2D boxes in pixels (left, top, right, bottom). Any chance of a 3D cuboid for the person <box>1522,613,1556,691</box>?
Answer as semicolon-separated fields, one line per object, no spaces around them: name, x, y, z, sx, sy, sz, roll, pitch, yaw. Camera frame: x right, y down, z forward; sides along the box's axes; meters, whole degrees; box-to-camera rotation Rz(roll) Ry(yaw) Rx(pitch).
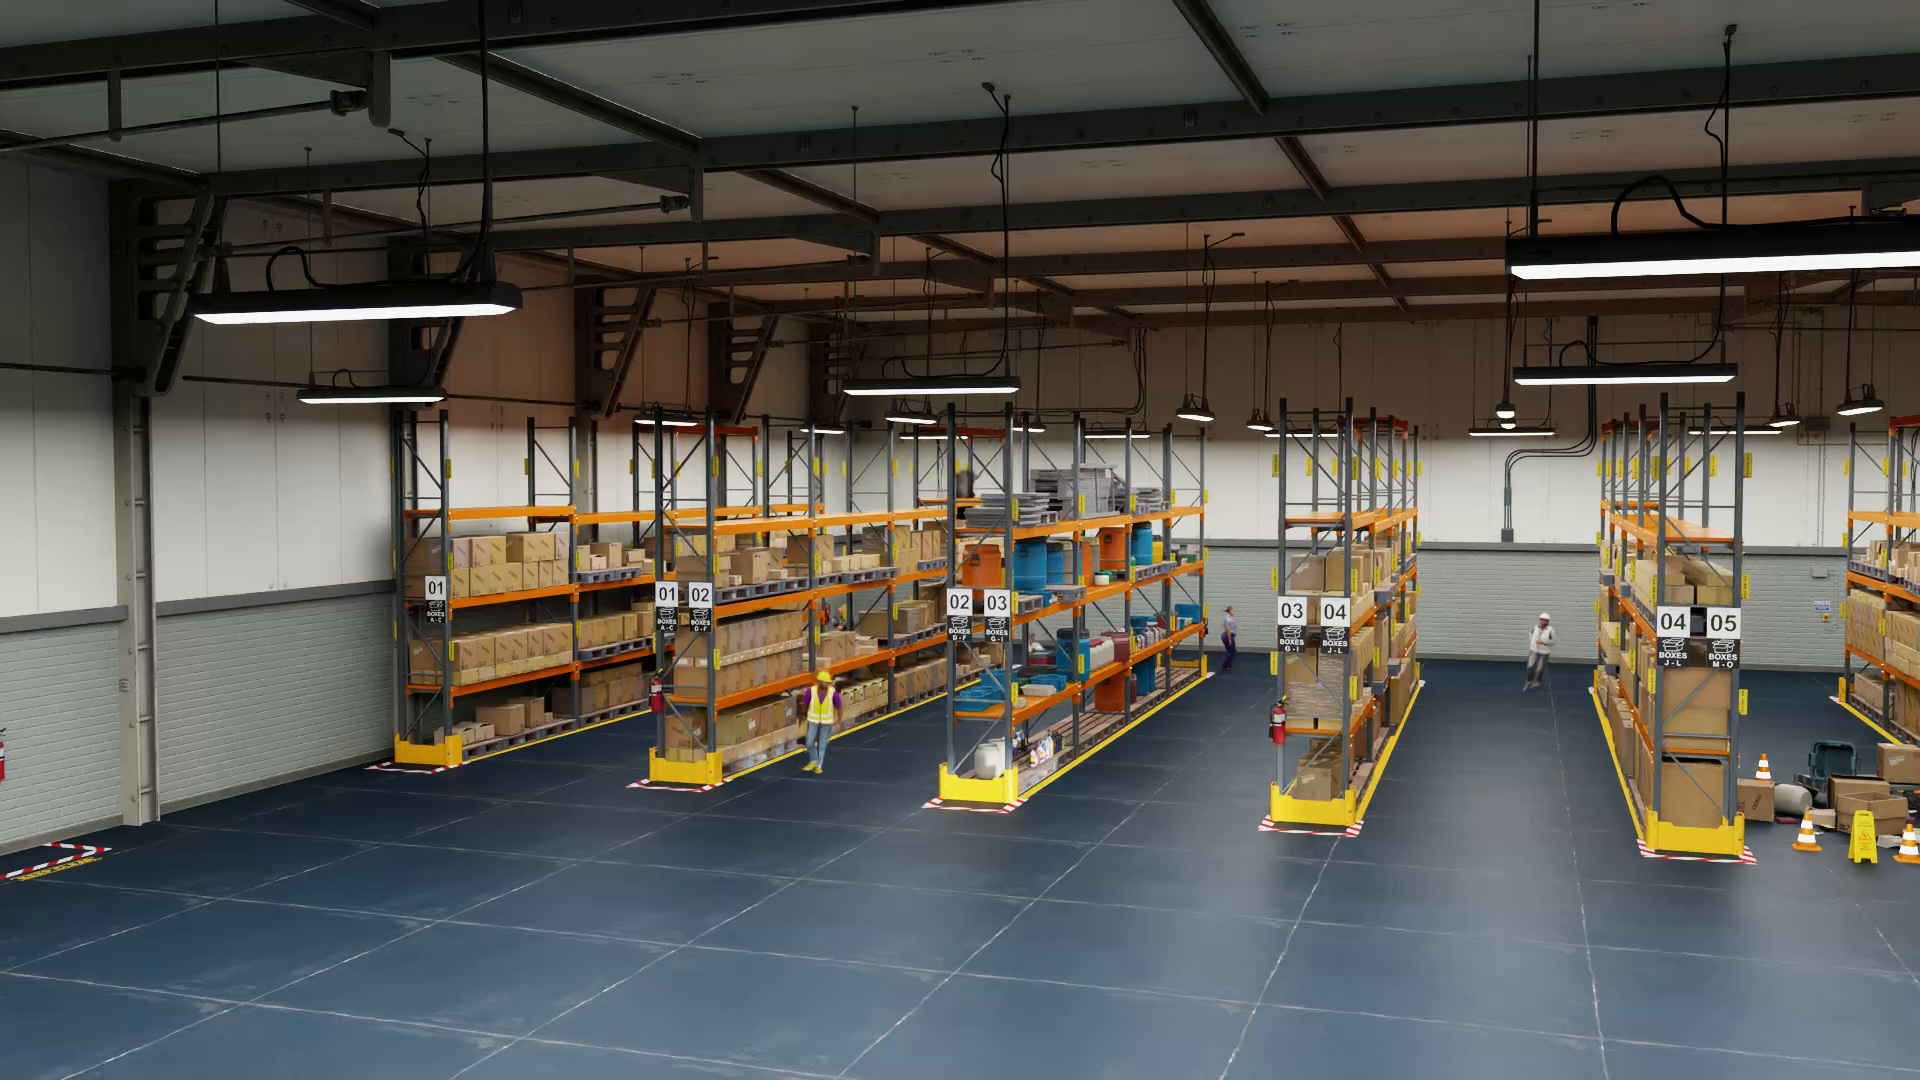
person;13.095;2.534;37.471;0.701;1.802;0.681;1;3;31

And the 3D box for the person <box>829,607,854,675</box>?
person;-2.860;2.462;40.124;0.634;1.696;0.875;0;2;-7

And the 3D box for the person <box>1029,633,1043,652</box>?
person;1.650;2.705;35.686;0.619;1.506;1.016;1;3;30

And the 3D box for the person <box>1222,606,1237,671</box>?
person;6.668;2.449;41.040;0.412;1.645;0.635;0;2;4

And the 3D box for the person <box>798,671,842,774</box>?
person;-2.273;2.974;27.087;0.707;1.714;0.677;0;2;-8
